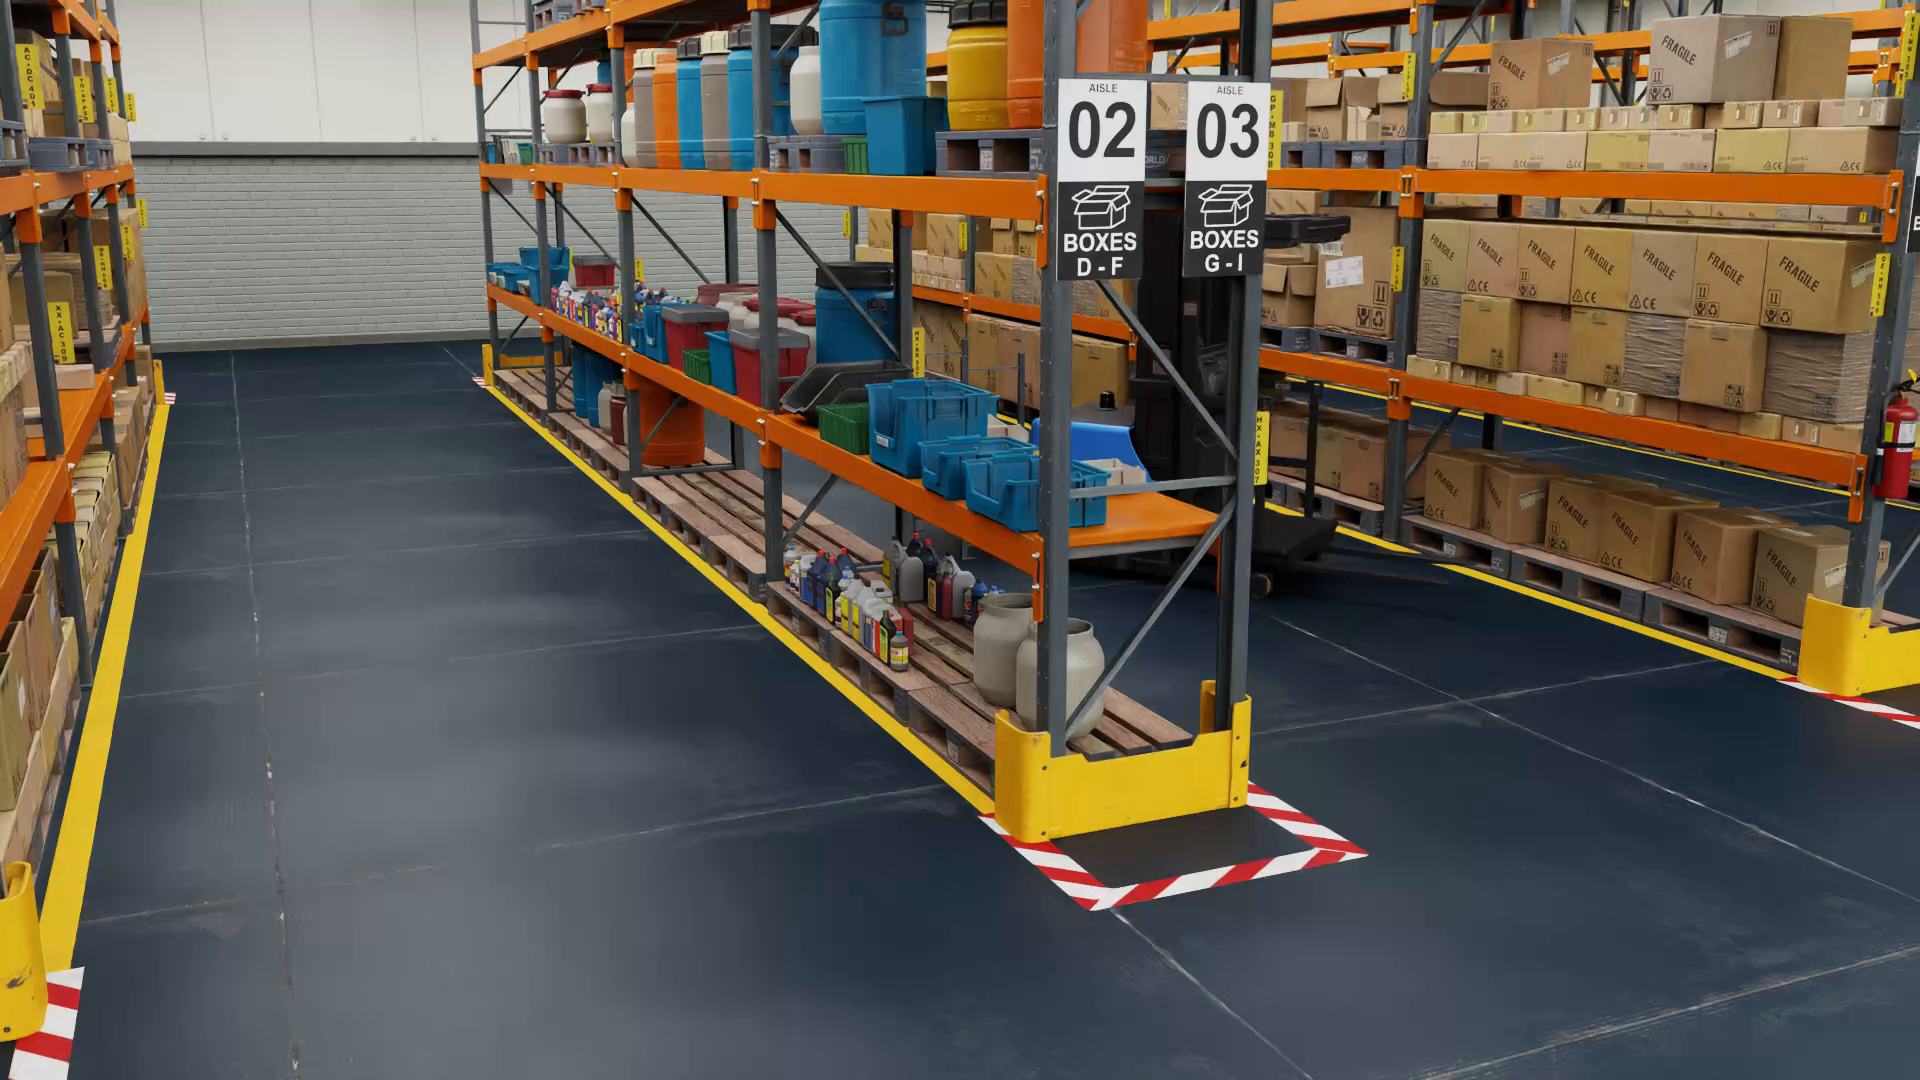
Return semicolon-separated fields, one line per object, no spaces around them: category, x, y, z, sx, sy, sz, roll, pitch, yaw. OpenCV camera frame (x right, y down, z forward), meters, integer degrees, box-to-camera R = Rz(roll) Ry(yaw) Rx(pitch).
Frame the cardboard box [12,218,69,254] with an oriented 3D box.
cardboard box;-8.974;-2.870;16.178;0.500;0.500;0.500;-6;14;-23

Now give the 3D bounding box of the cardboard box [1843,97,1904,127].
cardboard box;4.954;-2.279;8.862;0.380;0.149;0.250;-6;14;-23

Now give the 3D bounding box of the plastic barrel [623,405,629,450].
plastic barrel;-2.911;-1.074;15.443;0.421;0.512;0.421;0;13;0

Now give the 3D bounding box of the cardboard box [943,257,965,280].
cardboard box;0.127;-3.286;20.090;0.500;0.250;0.500;-6;14;-24

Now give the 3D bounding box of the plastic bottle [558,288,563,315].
plastic bottle;-4.083;-2.453;17.101;0.097;0.271;0.097;0;13;0

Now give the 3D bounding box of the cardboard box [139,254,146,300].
cardboard box;-9.497;-2.953;18.756;0.500;0.500;0.500;-5;14;-22

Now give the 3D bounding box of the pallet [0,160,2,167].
pallet;-4.479;-1.593;6.644;1.003;0.211;1.213;-6;14;-23

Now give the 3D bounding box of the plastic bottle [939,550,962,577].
plastic bottle;-0.061;0.243;10.067;0.144;0.351;0.185;-6;14;-23

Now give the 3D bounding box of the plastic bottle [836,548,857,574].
plastic bottle;-0.714;0.221;10.163;0.144;0.351;0.185;-6;14;-23

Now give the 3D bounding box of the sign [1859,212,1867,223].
sign;10.719;-3.729;19.761;0.100;0.325;0.005;-6;14;-23

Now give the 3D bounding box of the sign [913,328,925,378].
sign;-0.281;-1.229;10.914;0.100;0.325;0.005;-6;14;-23

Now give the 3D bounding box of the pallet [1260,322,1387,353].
pallet;2.977;-1.822;14.515;1.003;0.211;1.213;-6;14;-23

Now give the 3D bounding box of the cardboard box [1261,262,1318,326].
cardboard box;2.970;-2.099;14.126;0.797;0.503;0.637;-4;14;-17

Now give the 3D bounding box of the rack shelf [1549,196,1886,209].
rack shelf;7.533;-3.445;16.047;1.077;0.370;4.000;-6;14;-23

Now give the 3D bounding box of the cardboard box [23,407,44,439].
cardboard box;-5.497;-0.679;9.710;0.380;0.149;0.250;-6;14;-23

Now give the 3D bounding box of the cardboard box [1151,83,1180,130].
cardboard box;2.099;-3.954;15.318;0.500;0.500;0.500;-5;14;-22

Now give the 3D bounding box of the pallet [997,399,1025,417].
pallet;0.922;-1.636;19.470;1.003;0.211;1.213;-6;14;-23

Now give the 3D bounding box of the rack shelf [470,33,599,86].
rack shelf;-4.795;-5.490;19.117;1.077;0.370;4.000;-6;14;-23

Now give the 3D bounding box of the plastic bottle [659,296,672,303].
plastic bottle;-2.824;-2.218;16.075;0.152;0.276;0.135;-6;14;-23

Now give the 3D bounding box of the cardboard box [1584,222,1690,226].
cardboard box;4.582;-1.900;11.329;0.500;0.500;0.500;-6;14;-23

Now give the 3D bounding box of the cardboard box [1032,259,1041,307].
cardboard box;1.114;-2.765;17.941;0.500;0.500;0.500;-5;14;-22

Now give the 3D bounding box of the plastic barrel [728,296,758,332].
plastic barrel;-1.615;-1.647;13.087;0.421;0.512;0.421;0;13;0

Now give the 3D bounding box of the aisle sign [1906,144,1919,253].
aisle sign;5.101;-1.894;8.637;0.394;0.787;0.004;-6;14;-23

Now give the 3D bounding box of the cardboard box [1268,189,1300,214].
cardboard box;4.481;-4.434;22.276;0.500;0.500;0.500;-6;14;-25

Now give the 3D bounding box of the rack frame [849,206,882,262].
rack frame;-1.058;-3.973;23.385;1.000;3.000;0.127;-6;14;-23

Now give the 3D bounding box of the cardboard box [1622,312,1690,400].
cardboard box;4.685;-1.177;10.422;0.875;0.500;0.500;-6;14;-23

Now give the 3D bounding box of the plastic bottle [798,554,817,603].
plastic bottle;-0.909;0.236;10.264;0.152;0.276;0.135;-5;14;-21

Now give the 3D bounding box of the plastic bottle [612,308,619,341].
plastic bottle;-3.037;-1.909;14.725;0.061;0.283;0.133;-6;14;-23

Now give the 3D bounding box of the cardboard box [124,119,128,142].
cardboard box;-9.697;-4.628;18.786;0.500;0.250;0.500;-6;14;-23

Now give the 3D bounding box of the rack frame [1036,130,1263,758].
rack frame;0.813;-0.220;7.170;1.000;3.000;0.127;-6;14;-23

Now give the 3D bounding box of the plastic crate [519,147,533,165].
plastic crate;-4.441;-4.118;17.828;0.450;0.188;0.662;-6;14;-23

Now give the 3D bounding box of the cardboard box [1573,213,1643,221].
cardboard box;6.902;-3.190;17.561;0.700;0.500;0.500;-6;14;-23

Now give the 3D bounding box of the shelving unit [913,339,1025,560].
shelving unit;0.034;-0.713;12.625;0.538;1.500;1.048;-6;14;-23

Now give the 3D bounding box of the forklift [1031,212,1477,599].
forklift;2.023;-1.170;11.424;3.031;2.935;1.130;8;15;30

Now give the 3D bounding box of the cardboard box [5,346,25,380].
cardboard box;-4.927;-0.877;8.346;0.380;0.149;0.250;-6;14;-24

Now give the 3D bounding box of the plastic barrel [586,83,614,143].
plastic barrel;-3.240;-3.958;15.434;0.433;0.535;0.433;0;13;0

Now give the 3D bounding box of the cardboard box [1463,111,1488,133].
cardboard box;3.766;-2.933;11.686;0.380;0.149;0.250;-6;14;-26

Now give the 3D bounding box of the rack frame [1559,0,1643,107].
rack frame;6.732;-5.670;17.413;1.000;3.000;0.127;-6;14;-23

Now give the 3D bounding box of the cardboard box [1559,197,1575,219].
cardboard box;8.987;-4.756;24.328;0.500;0.500;0.500;-6;14;-24

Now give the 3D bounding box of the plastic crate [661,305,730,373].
plastic crate;-2.025;-1.543;12.742;0.402;0.464;0.583;-6;14;-23

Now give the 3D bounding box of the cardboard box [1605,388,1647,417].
cardboard box;4.351;-0.886;10.603;0.380;0.149;0.250;-6;14;-23

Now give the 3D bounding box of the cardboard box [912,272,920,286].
cardboard box;-0.393;-3.323;21.134;0.380;0.149;0.250;-6;14;-24

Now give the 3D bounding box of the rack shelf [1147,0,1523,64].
rack shelf;2.948;-4.285;13.908;1.077;0.370;4.000;-6;14;-23

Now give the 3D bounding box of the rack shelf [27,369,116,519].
rack shelf;-6.131;-0.663;10.677;1.077;0.370;4.000;-6;14;-23

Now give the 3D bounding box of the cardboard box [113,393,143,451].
cardboard box;-7.883;-1.071;15.411;0.500;0.500;0.500;-6;14;-23

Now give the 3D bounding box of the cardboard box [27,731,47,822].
cardboard box;-4.142;1.024;6.960;0.500;0.250;0.500;-6;14;-23

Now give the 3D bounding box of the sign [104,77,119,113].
sign;-8.027;-4.209;15.731;0.100;0.325;0.005;-6;14;-23

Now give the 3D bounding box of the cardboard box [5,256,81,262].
cardboard box;-8.216;-2.252;14.794;0.700;0.500;0.500;-3;13;-14

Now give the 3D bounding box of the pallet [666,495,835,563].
pallet;-1.632;-0.099;12.831;1.003;0.211;1.213;-6;14;-23

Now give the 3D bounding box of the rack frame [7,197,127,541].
rack frame;-6.932;-1.427;12.381;1.000;3.000;0.127;-6;14;-23

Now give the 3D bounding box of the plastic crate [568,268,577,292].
plastic crate;-4.437;-3.003;19.323;0.437;0.282;0.530;-6;14;-23

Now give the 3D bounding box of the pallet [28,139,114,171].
pallet;-6.578;-2.664;11.493;1.213;0.211;1.003;-5;14;-20

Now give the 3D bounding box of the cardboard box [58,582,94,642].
cardboard box;-5.264;0.429;9.530;0.500;0.250;0.500;-6;14;-24
